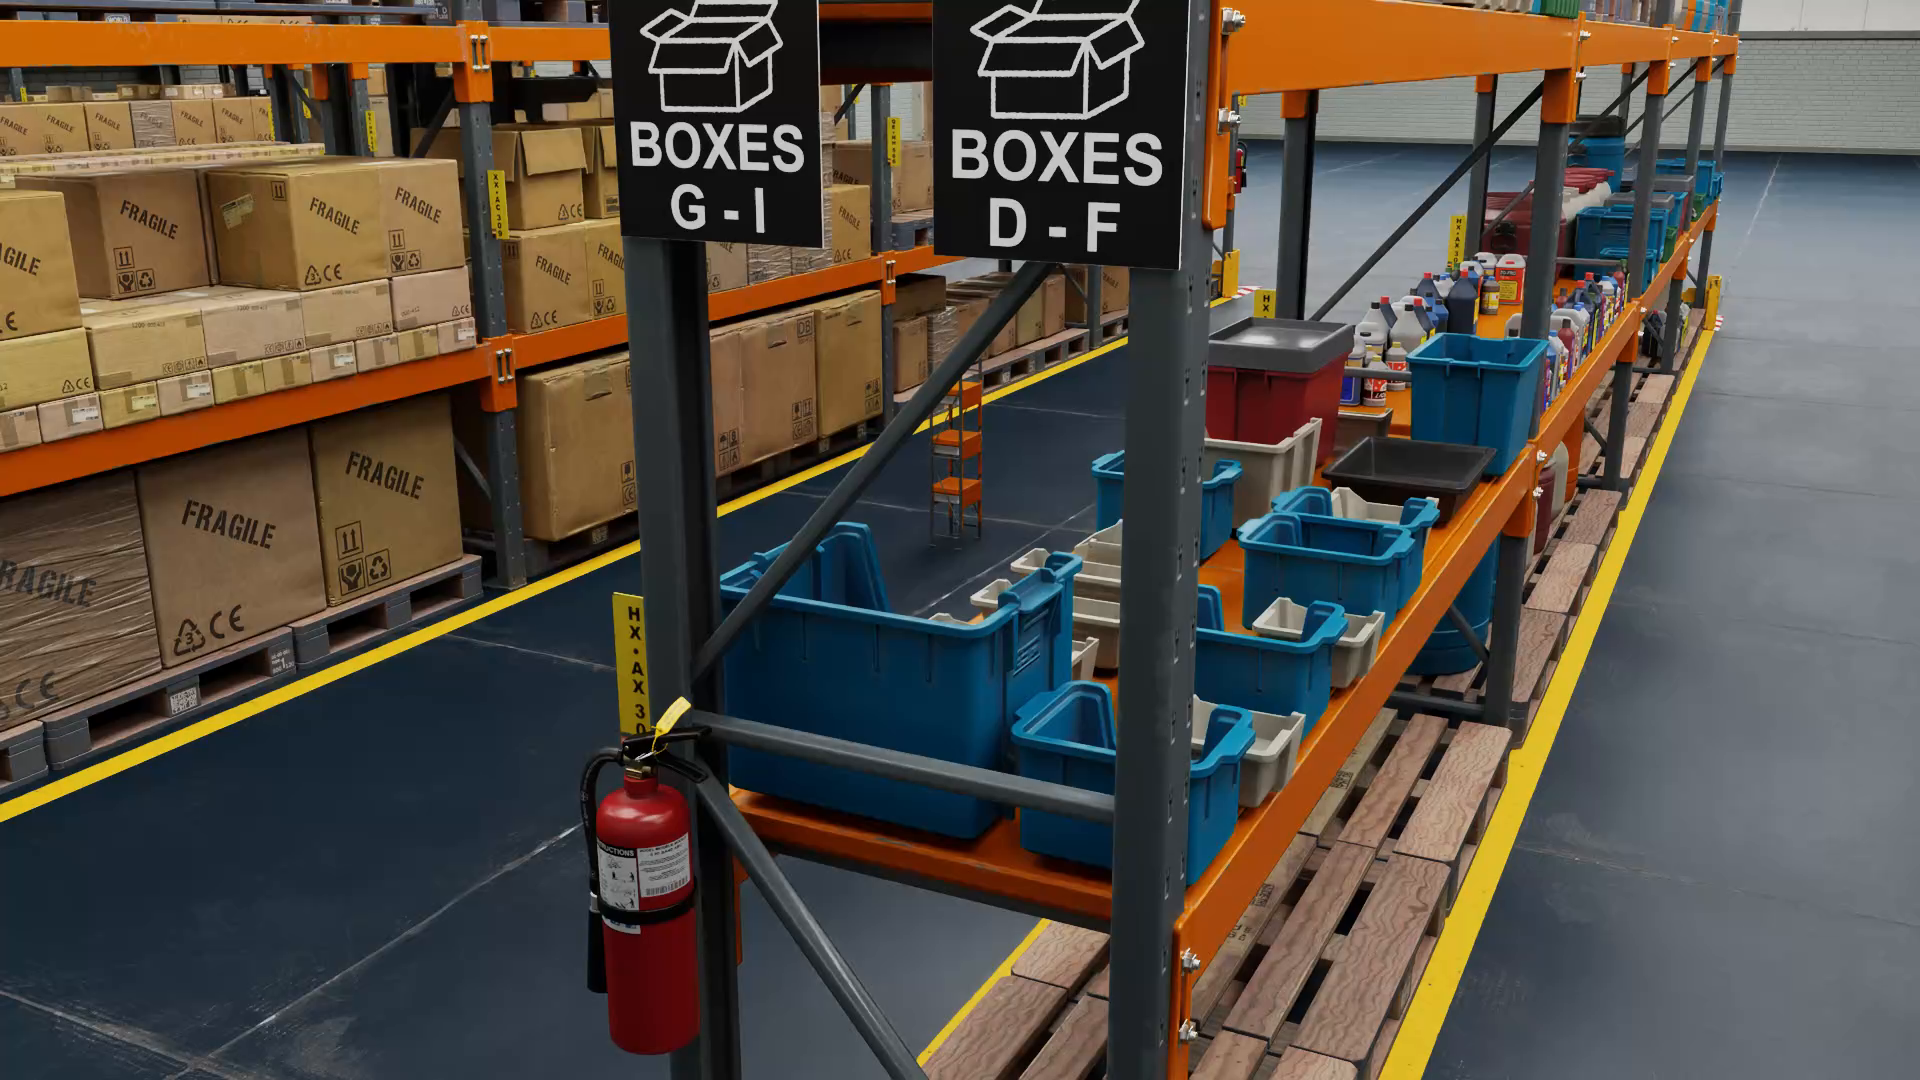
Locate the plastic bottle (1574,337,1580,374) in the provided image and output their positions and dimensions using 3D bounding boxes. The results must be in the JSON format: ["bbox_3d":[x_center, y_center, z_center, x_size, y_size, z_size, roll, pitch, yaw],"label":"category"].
[{"bbox_3d":[2.728,-0.852,7.472,0.097,0.201,0.097,0,17,0],"label":"plastic bottle"}]

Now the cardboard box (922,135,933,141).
[{"bbox_3d":[0.142,-3.081,13.710,0.797,0.503,0.637,10,19,31],"label":"cardboard box"}]

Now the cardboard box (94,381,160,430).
[{"bbox_3d":[-3.388,-0.547,6.538,0.380,0.149,0.250,8,18,24],"label":"cardboard box"}]

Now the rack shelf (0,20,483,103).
[{"bbox_3d":[-3.634,-1.829,6.410,1.077,0.370,4.000,8,18,25],"label":"rack shelf"}]

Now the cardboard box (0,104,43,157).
[{"bbox_3d":[-9.411,-4.002,16.296,0.500,0.500,0.500,8,18,24],"label":"cardboard box"}]

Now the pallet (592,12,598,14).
[{"bbox_3d":[-3.183,-5.543,17.805,1.003,0.211,1.213,8,18,25],"label":"pallet"}]

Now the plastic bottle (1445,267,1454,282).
[{"bbox_3d":[2.584,-1.304,8.853,0.061,0.283,0.133,8,18,25],"label":"plastic bottle"}]

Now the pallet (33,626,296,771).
[{"bbox_3d":[-3.695,0.587,7.178,1.003,0.211,1.213,8,18,25],"label":"pallet"}]

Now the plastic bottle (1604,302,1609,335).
[{"bbox_3d":[3.246,-1.147,8.468,0.097,0.201,0.097,0,17,0],"label":"plastic bottle"}]

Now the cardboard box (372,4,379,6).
[{"bbox_3d":[-5.147,-4.870,14.628,0.500,0.311,0.500,8,18,25],"label":"cardboard box"}]

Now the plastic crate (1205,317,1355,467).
[{"bbox_3d":[1.067,-0.479,5.653,0.402,0.464,0.583,8,18,25],"label":"plastic crate"}]

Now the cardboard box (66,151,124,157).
[{"bbox_3d":[-6.426,-2.796,12.329,0.380,0.149,0.250,8,18,25],"label":"cardboard box"}]

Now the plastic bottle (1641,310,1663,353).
[{"bbox_3d":[5.868,-1.765,14.080,0.144,0.351,0.185,8,18,25],"label":"plastic bottle"}]

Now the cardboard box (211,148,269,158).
[{"bbox_3d":[-5.502,-2.905,12.697,0.380,0.149,0.250,9,19,27],"label":"cardboard box"}]

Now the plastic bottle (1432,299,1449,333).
[{"bbox_3d":[2.249,-0.999,7.846,0.097,0.271,0.097,0,17,0],"label":"plastic bottle"}]

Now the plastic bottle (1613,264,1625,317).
[{"bbox_3d":[3.575,-1.362,9.048,0.061,0.283,0.133,8,18,25],"label":"plastic bottle"}]

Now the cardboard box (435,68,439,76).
[{"bbox_3d":[-6.993,-5.695,20.975,0.700,0.500,0.500,8,18,25],"label":"cardboard box"}]

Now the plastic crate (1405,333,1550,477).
[{"bbox_3d":[1.787,-0.474,5.776,0.392,0.384,0.575,8,18,25],"label":"plastic crate"}]

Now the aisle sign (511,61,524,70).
[{"bbox_3d":[-5.957,-6.788,22.545,0.394,0.787,0.004,8,18,25],"label":"aisle sign"}]

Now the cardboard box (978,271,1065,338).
[{"bbox_3d":[0.540,-2.142,15.087,0.700,0.500,0.500,7,18,21],"label":"cardboard box"}]

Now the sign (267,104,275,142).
[{"bbox_3d":[-5.844,-3.546,14.162,0.100,0.325,0.005,8,18,25],"label":"sign"}]

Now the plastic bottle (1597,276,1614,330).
[{"bbox_3d":[3.333,-1.230,8.625,0.097,0.271,0.097,0,17,0],"label":"plastic bottle"}]

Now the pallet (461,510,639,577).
[{"bbox_3d":[-2.463,-0.115,9.541,1.003,0.211,1.213,8,18,25],"label":"pallet"}]

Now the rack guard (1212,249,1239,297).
[{"bbox_3d":[2.587,-3.085,19.032,1.175,0.500,0.348,8,18,25],"label":"rack guard"}]

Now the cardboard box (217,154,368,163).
[{"bbox_3d":[-3.184,-1.586,8.021,0.500,0.500,0.500,8,18,25],"label":"cardboard box"}]

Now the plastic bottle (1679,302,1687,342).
[{"bbox_3d":[6.271,-1.904,14.545,0.144,0.351,0.185,8,18,25],"label":"plastic bottle"}]

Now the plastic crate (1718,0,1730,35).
[{"bbox_3d":[6.470,-4.578,14.430,0.392,0.384,0.575,8,18,25],"label":"plastic crate"}]

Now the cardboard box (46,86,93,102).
[{"bbox_3d":[-9.340,-4.681,17.440,0.380,0.149,0.250,7,18,23],"label":"cardboard box"}]

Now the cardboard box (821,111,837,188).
[{"bbox_3d":[-1.295,-2.609,11.103,0.797,0.503,0.637,9,19,27],"label":"cardboard box"}]

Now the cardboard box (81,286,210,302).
[{"bbox_3d":[-3.638,-0.971,7.267,0.500,0.250,0.500,9,19,27],"label":"cardboard box"}]

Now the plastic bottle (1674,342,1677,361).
[{"bbox_3d":[5.845,-1.574,13.698,0.097,0.201,0.097,0,17,0],"label":"plastic bottle"}]

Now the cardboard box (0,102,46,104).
[{"bbox_3d":[-9.643,-4.201,16.966,0.500,0.500,0.500,8,18,24],"label":"cardboard box"}]

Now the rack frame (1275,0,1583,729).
[{"bbox_3d":[1.690,-0.616,6.328,1.000,3.000,0.127,8,18,25],"label":"rack frame"}]

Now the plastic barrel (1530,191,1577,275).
[{"bbox_3d":[3.746,-1.977,10.717,0.421,0.512,0.421,0,17,0],"label":"plastic barrel"}]

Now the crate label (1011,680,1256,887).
[{"bbox_3d":[0.308,0.434,2.984,0.416,0.233,0.303,8,18,25],"label":"crate label"}]

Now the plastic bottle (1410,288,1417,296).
[{"bbox_3d":[2.192,-1.081,8.100,0.061,0.283,0.133,8,18,25],"label":"plastic bottle"}]

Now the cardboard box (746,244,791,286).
[{"bbox_3d":[-1.409,-1.896,10.465,0.500,0.500,0.500,7,18,24],"label":"cardboard box"}]

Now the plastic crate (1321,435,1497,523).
[{"bbox_3d":[1.430,-0.193,5.284,0.437,0.125,0.590,8,18,25],"label":"plastic crate"}]

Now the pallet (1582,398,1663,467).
[{"bbox_3d":[4.405,-0.800,11.846,1.003,0.211,1.213,8,18,25],"label":"pallet"}]

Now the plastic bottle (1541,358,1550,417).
[{"bbox_3d":[2.295,-0.633,6.591,0.061,0.283,0.133,8,18,25],"label":"plastic bottle"}]

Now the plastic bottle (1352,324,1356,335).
[{"bbox_3d":[1.640,-0.766,7.040,0.061,0.283,0.133,8,18,25],"label":"plastic bottle"}]

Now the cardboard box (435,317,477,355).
[{"bbox_3d":[-2.584,-1.006,8.084,0.380,0.149,0.250,8,18,26],"label":"cardboard box"}]

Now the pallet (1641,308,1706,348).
[{"bbox_3d":[6.693,-2.104,16.237,1.003,0.211,1.213,8,18,25],"label":"pallet"}]

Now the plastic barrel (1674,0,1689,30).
[{"bbox_3d":[4.039,-3.494,9.872,0.600,0.901,0.600,0,17,0],"label":"plastic barrel"}]

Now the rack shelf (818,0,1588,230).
[{"bbox_3d":[0.796,-1.199,4.289,1.077,0.370,4.000,8,18,25],"label":"rack shelf"}]

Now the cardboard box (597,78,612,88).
[{"bbox_3d":[-3.363,-4.619,17.649,0.875,0.550,0.550,8,18,25],"label":"cardboard box"}]

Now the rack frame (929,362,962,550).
[{"bbox_3d":[-0.078,-0.459,9.224,0.200,1.050,0.008,8,18,25],"label":"rack frame"}]

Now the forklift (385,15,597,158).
[{"bbox_3d":[-3.351,-2.382,12.398,1.130,2.935,3.031,8,18,25],"label":"forklift"}]

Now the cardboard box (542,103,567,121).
[{"bbox_3d":[-4.229,-4.080,16.062,0.700,0.500,0.500,8,18,26],"label":"cardboard box"}]

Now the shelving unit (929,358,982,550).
[{"bbox_3d":[-0.024,-0.490,9.329,0.215,1.050,0.252,8,18,25],"label":"shelving unit"}]

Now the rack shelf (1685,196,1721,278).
[{"bbox_3d":[6.159,-2.818,15.007,1.077,0.370,4.000,8,18,25],"label":"rack shelf"}]

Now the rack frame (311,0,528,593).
[{"bbox_3d":[-2.741,-1.246,8.450,1.000,3.000,0.127,8,18,25],"label":"rack frame"}]

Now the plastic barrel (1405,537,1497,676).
[{"bbox_3d":[1.949,0.053,7.027,0.600,0.901,0.708,8,18,25],"label":"plastic barrel"}]

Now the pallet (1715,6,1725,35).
[{"bbox_3d":[5.500,-4.197,13.450,1.213,0.211,1.003,8,18,25],"label":"pallet"}]

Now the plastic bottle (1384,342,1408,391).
[{"bbox_3d":[1.860,-0.744,7.109,0.097,0.201,0.097,0,17,0],"label":"plastic bottle"}]

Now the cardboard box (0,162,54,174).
[{"bbox_3d":[-6.309,-2.447,11.154,0.380,0.149,0.250,8,18,26],"label":"cardboard box"}]
